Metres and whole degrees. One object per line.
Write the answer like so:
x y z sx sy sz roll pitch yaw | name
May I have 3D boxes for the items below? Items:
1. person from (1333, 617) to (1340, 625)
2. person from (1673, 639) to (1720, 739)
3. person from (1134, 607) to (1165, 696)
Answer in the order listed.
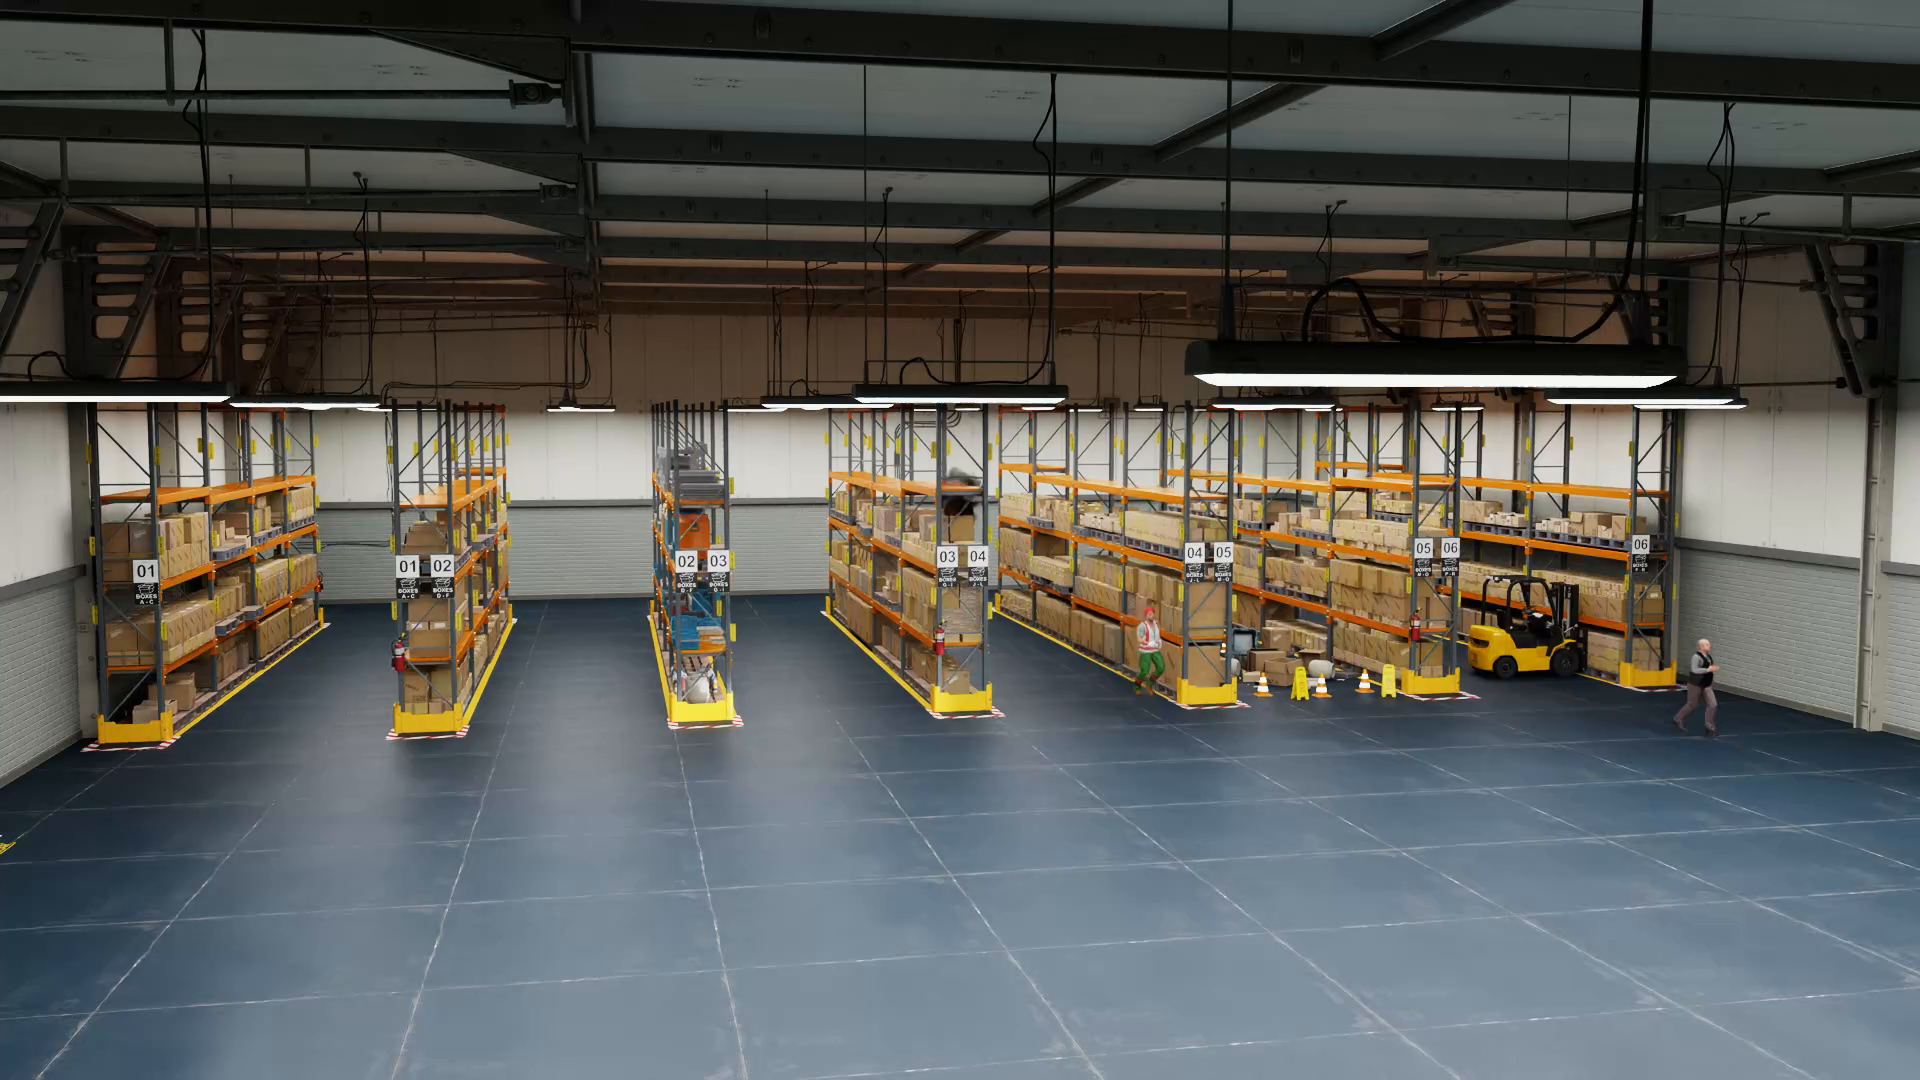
9.717 1.582 43.087 0.687 1.789 1.054 -1 4 -10 | person
13.142 2.645 29.655 0.643 1.801 0.862 -3 5 -32 | person
3.700 2.165 32.170 0.683 1.750 0.782 -2 5 -28 | person
